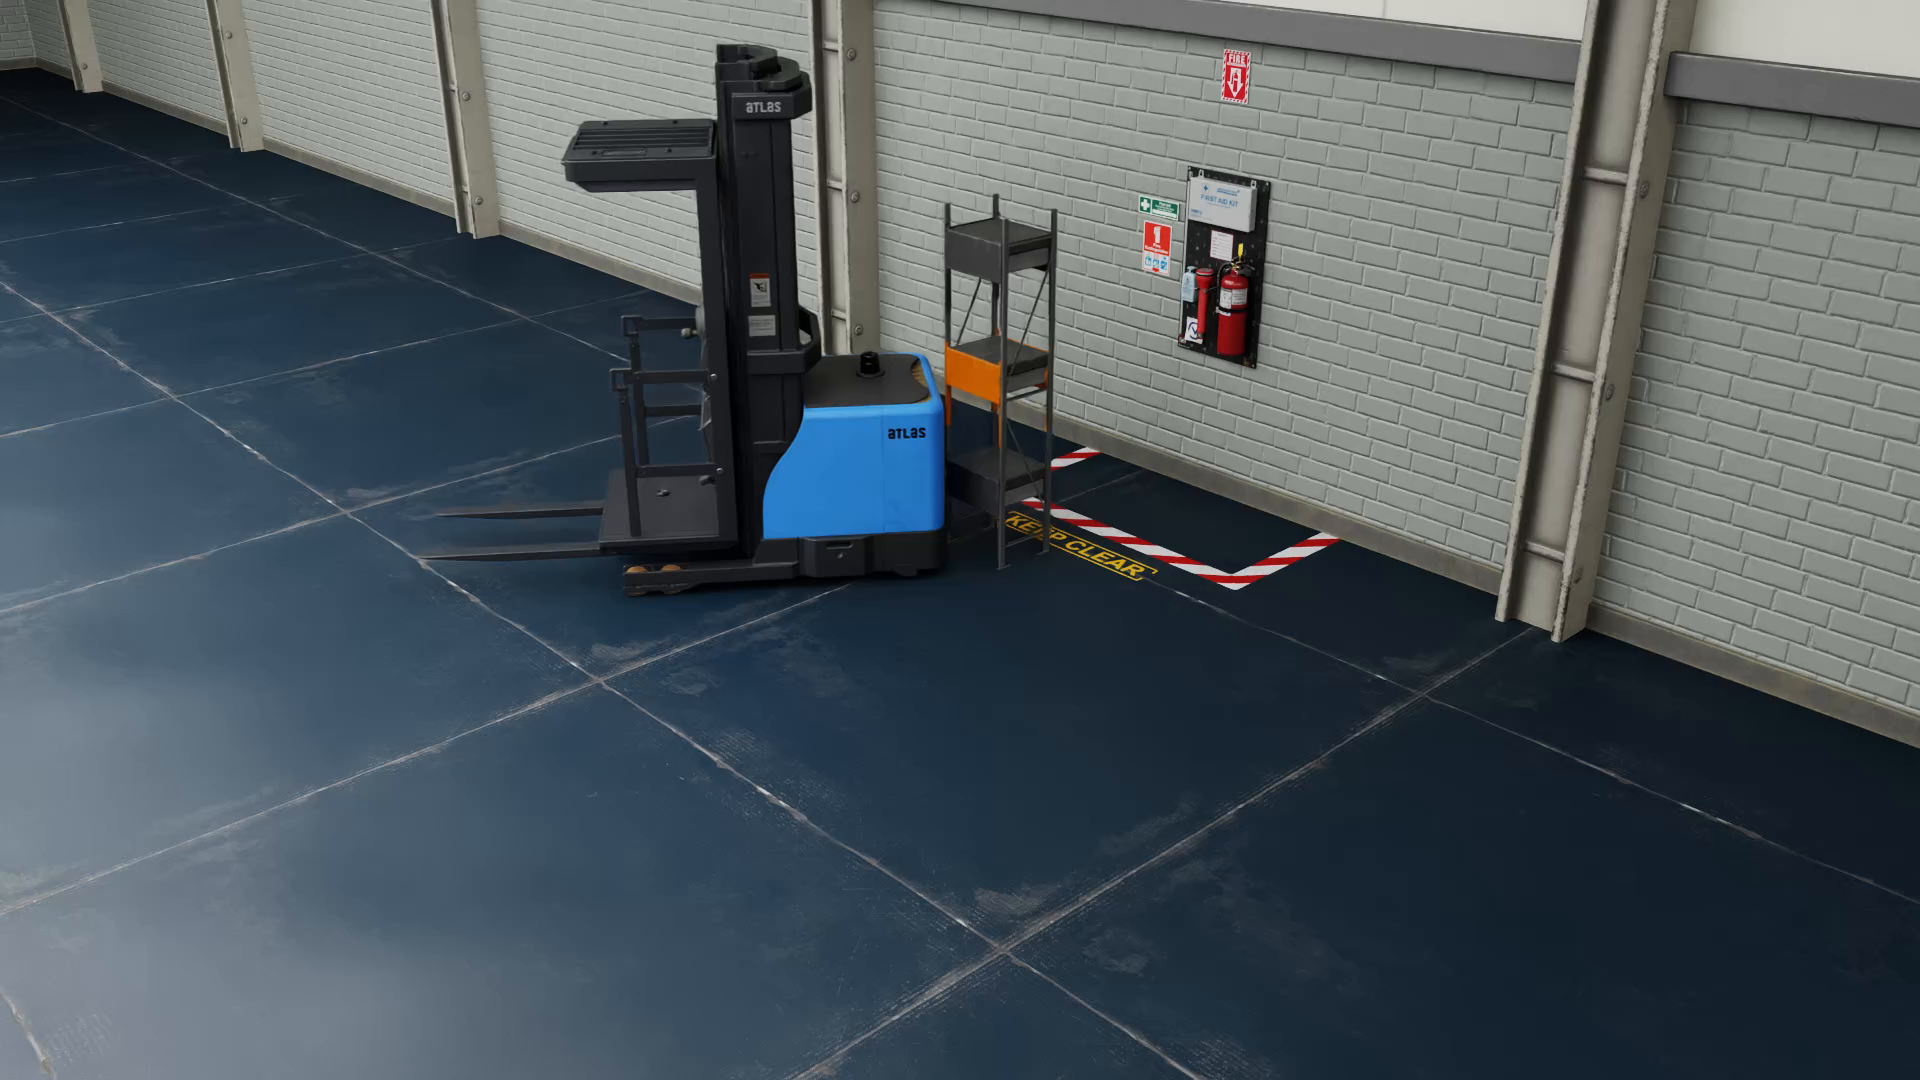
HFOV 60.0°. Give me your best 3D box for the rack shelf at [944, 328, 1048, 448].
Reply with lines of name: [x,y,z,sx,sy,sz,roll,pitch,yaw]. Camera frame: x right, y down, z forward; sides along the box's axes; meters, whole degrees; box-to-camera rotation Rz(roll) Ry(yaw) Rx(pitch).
rack shelf: [0.226,-0.893,9.712,0.431,0.518,0.480,-20,31,-36]

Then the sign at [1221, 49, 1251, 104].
sign: [1.638,-2.753,9.879,0.001,0.298,0.199,-21,32,-38]

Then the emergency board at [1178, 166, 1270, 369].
emergency board: [1.571,-1.668,10.292,0.194,1.169,0.643,-21,32,-38]

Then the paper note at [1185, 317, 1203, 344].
paper note: [1.500,-1.340,10.636,0.016,0.148,0.142,-21,32,-38]

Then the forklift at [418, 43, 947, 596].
forklift: [-1.633,-1.245,9.448,3.031,2.935,1.130,-3,25,-6]

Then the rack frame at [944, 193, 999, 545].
rack frame: [0.066,-0.983,9.874,0.400,2.100,0.015,-20,31,-36]

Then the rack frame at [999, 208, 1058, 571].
rack frame: [0.385,-0.829,9.538,0.400,2.100,0.015,-20,31,-36]

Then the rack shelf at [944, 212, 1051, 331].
rack shelf: [0.226,-1.530,9.421,0.431,0.518,0.480,-20,31,-36]

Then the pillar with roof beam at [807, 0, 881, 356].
pillar with roof beam: [-4.012,-4.234,8.690,9.100,9.000,0.400,-21,32,-38]

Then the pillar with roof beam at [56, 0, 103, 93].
pillar with roof beam: [-16.314,-9.688,20.644,9.100,9.000,0.400,-21,32,-38]

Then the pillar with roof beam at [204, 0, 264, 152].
pillar with roof beam: [-12.213,-7.870,16.659,9.100,9.000,0.400,-21,32,-38]

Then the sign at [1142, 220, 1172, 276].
sign: [1.268,-1.881,10.716,0.001,0.329,0.234,-21,32,-38]

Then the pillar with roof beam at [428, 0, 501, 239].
pillar with roof beam: [-8.113,-6.052,12.675,9.100,9.000,0.400,-21,32,-38]

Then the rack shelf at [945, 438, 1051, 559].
rack shelf: [0.226,-0.257,10.002,0.431,0.518,0.480,-20,31,-36]

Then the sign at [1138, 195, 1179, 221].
sign: [1.265,-2.118,10.598,0.001,0.109,0.331,-21,32,-38]

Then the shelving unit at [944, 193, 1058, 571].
shelving unit: [0.226,-0.906,9.706,0.431,2.100,0.503,-20,31,-36]

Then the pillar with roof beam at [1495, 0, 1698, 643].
pillar with roof beam: [0.089,-2.417,4.705,9.100,9.000,0.400,-21,32,-38]
